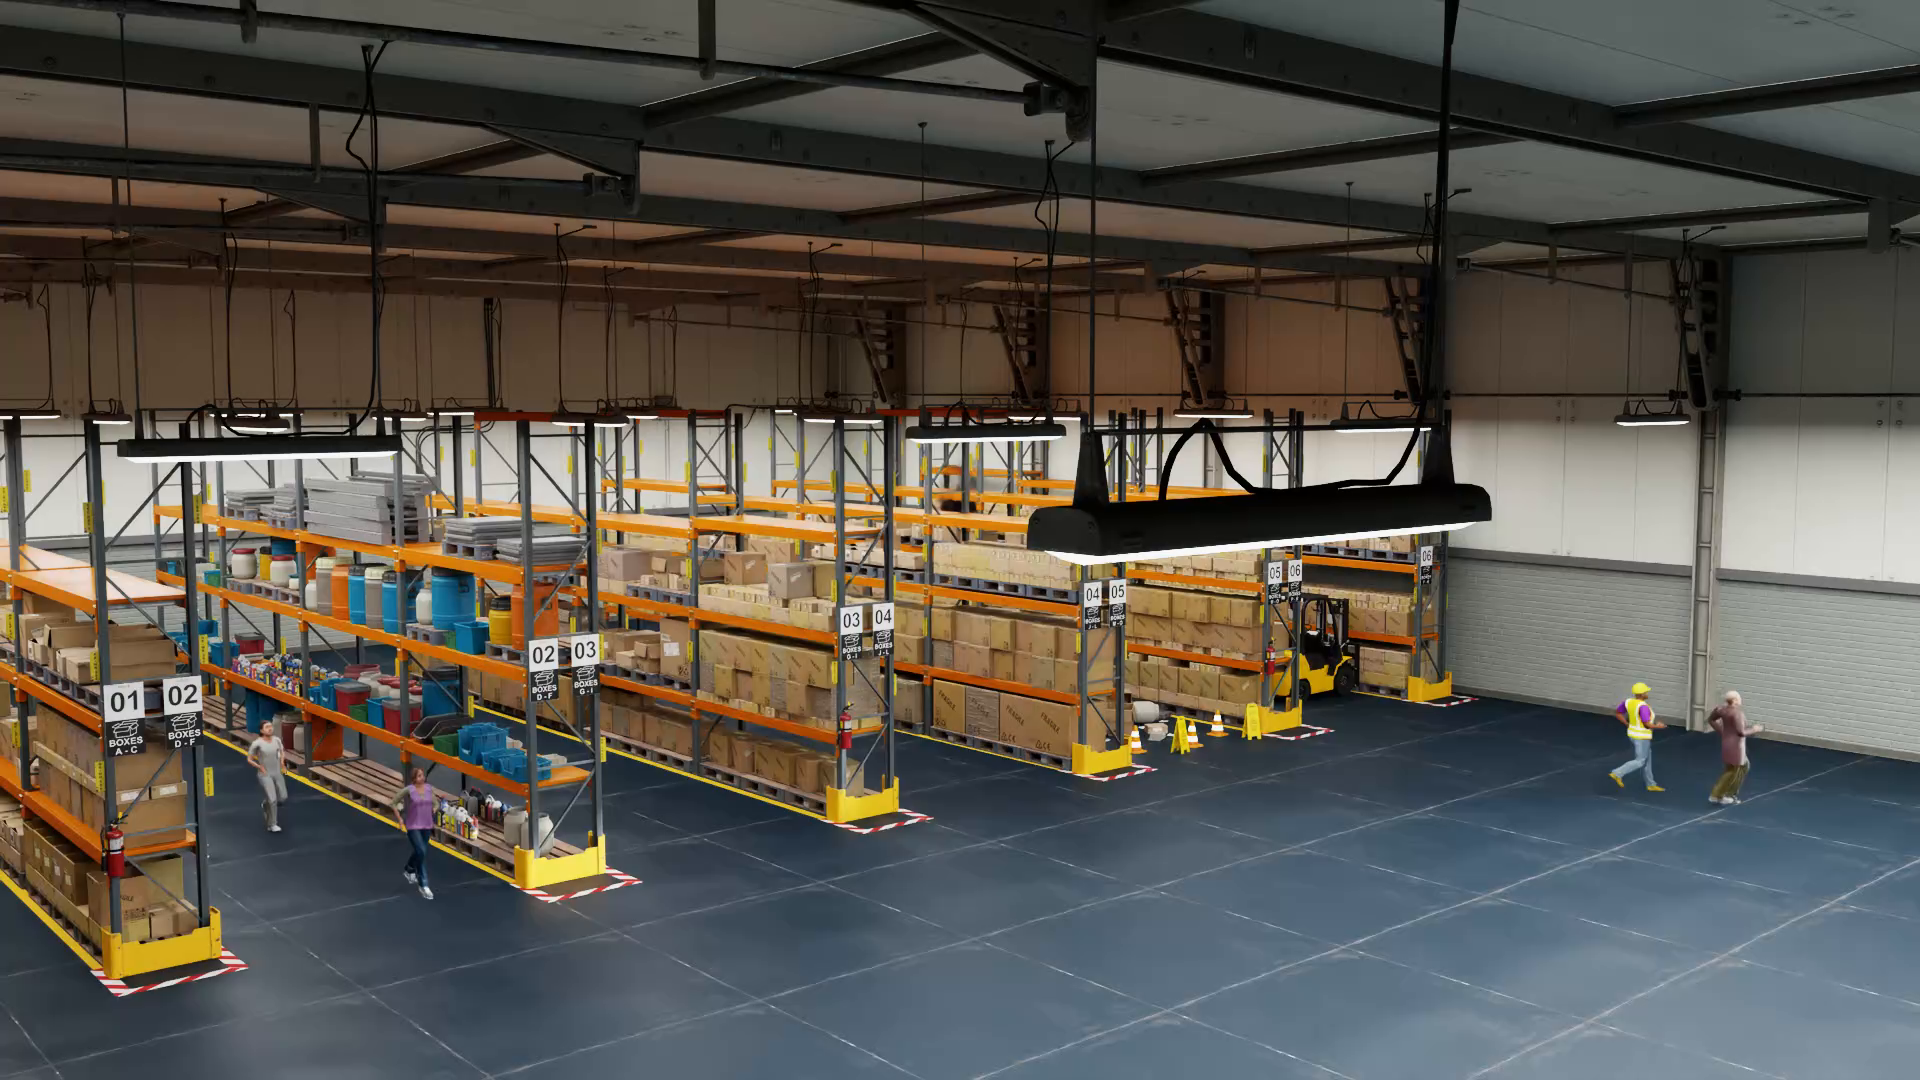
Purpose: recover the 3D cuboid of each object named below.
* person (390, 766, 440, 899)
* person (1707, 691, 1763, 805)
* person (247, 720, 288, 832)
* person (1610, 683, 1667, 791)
[{"bbox_3d":[-6.878,3.720,21.084,0.759,1.537,0.521,4,6,39],"label":"person"},{"bbox_3d":[11.897,3.214,25.536,0.754,1.814,0.688,0,5,5],"label":"person"},{"bbox_3d":[-10.044,3.401,24.116,0.594,1.617,0.561,4,7,40],"label":"person"},{"bbox_3d":[10.743,3.134,26.306,0.957,1.761,0.700,0,5,-4],"label":"person"}]
